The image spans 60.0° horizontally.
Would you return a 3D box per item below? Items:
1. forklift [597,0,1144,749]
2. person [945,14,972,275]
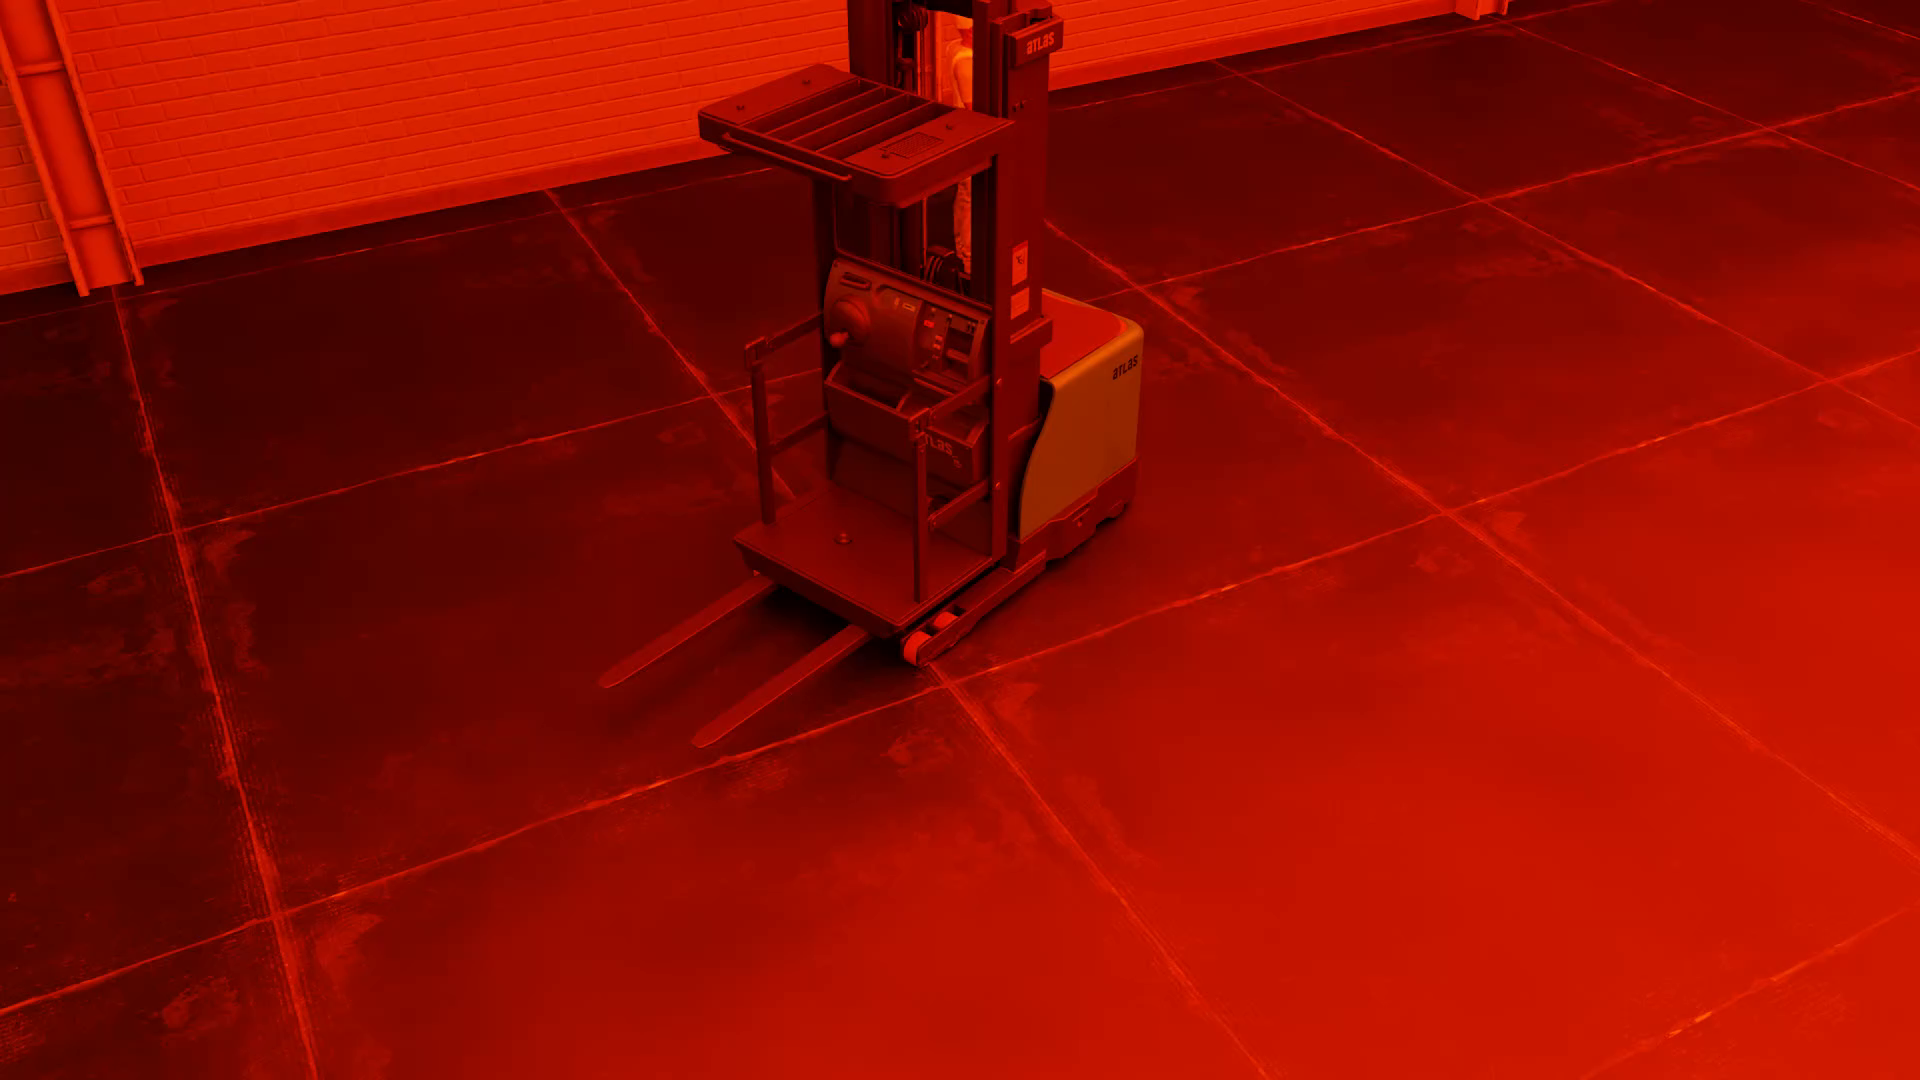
[{"bbox_3d":[-0.390,-0.927,7.434,1.130,2.935,3.031,26,43,31],"label":"forklift"},{"bbox_3d":[0.116,-2.627,10.833,0.387,1.789,0.542,-4,35,-6],"label":"person"}]
